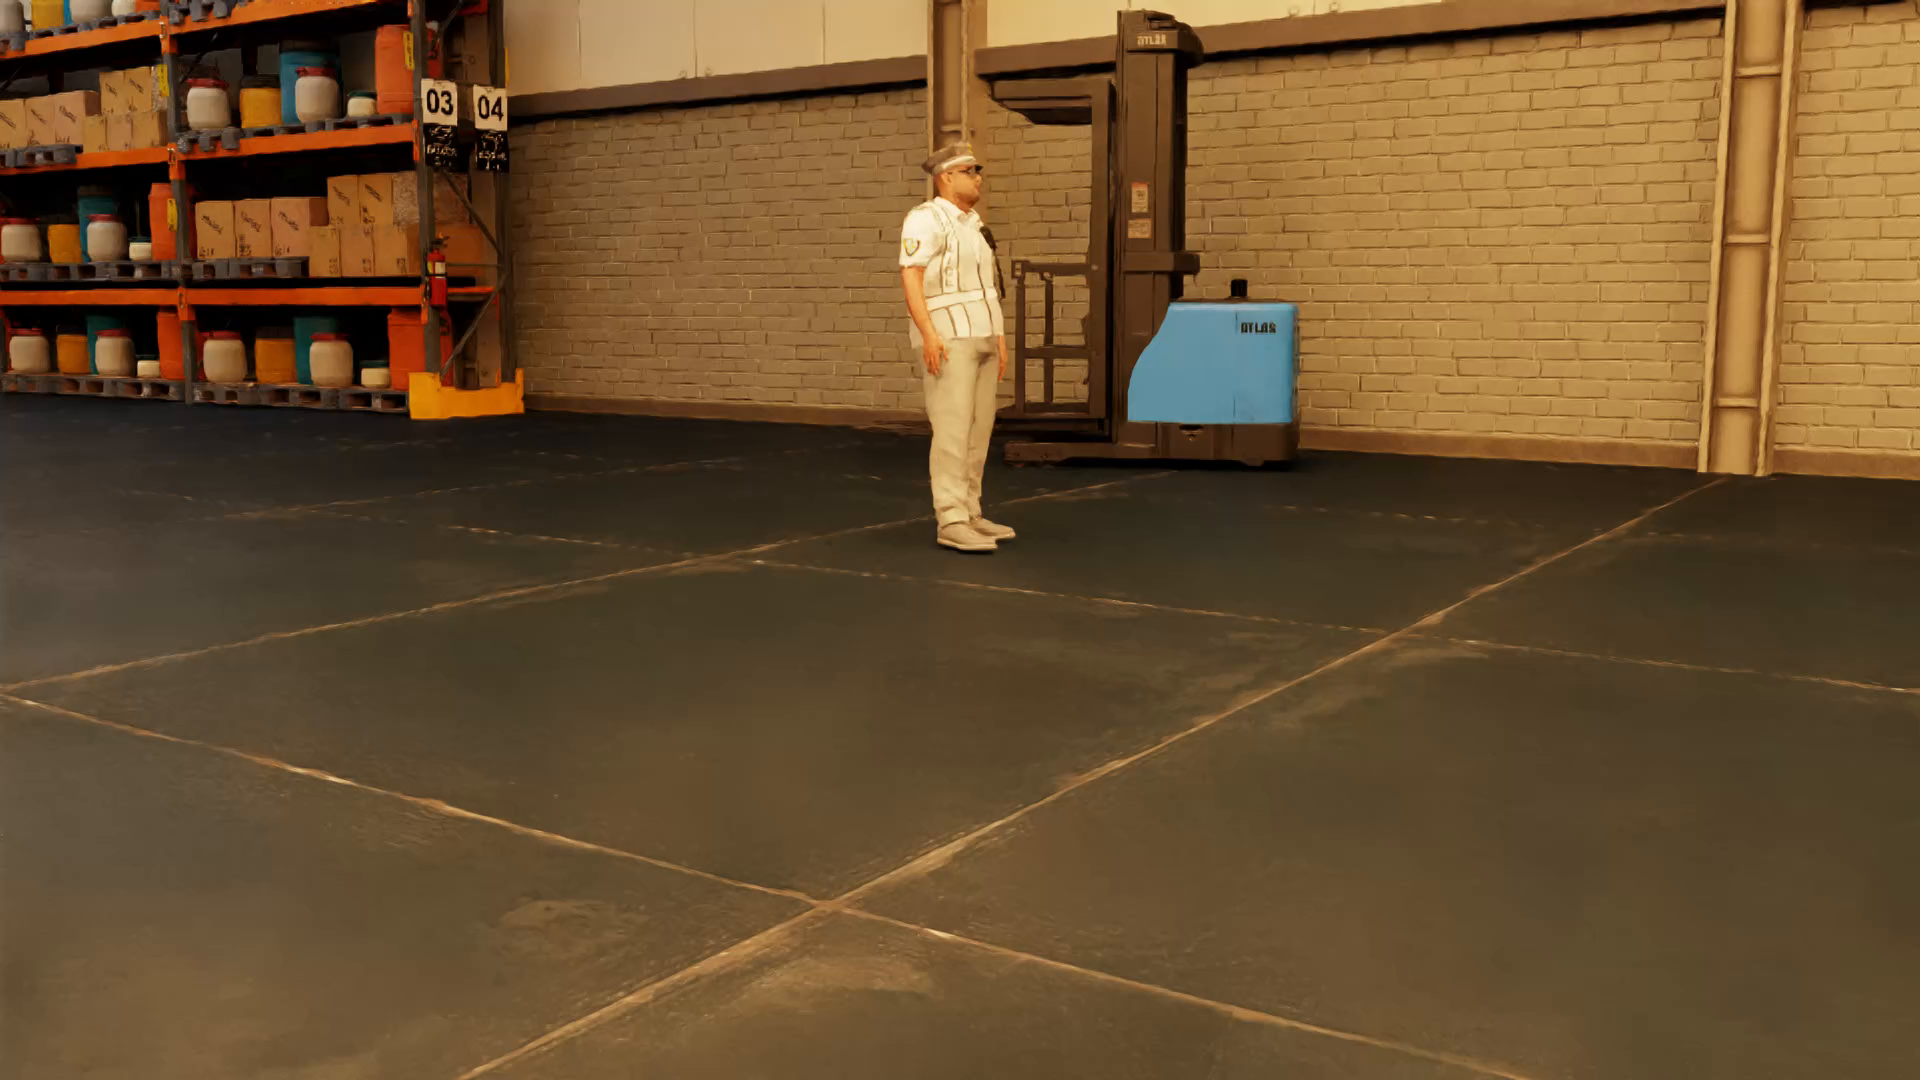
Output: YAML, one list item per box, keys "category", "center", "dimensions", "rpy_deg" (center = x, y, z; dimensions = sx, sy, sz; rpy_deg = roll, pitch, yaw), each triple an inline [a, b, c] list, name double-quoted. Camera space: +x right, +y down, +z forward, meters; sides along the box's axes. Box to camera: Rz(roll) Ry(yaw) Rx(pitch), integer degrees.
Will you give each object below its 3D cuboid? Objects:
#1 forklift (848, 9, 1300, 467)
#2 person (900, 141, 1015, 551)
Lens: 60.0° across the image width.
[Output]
- category: "forklift"
  center: [0.775, -2.006, 11.297]
  dimensions: [3.031, 2.935, 1.130]
  rpy_deg: [2, 8, 14]
- category: "person"
  center: [0.058, -0.883, 7.424]
  dimensions: [0.574, 1.781, 0.640]
  rpy_deg: [5, 10, 34]
